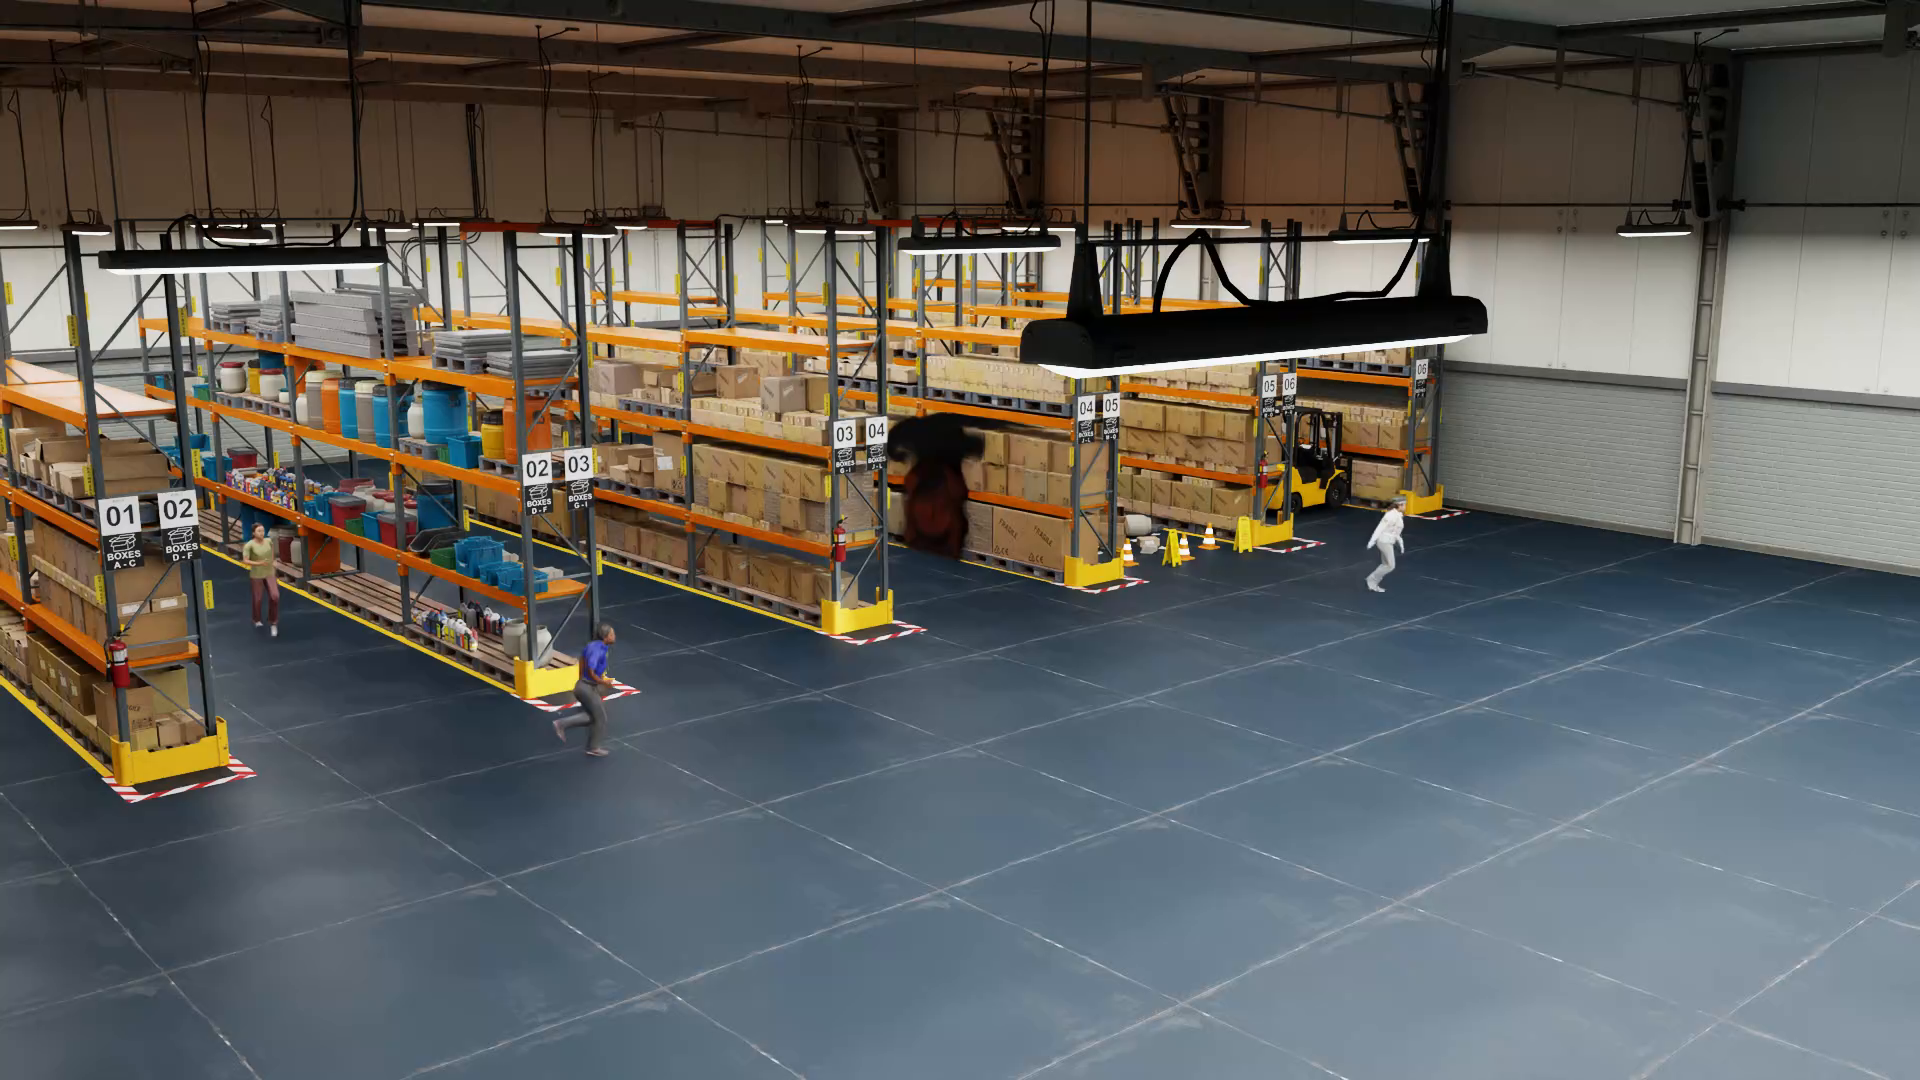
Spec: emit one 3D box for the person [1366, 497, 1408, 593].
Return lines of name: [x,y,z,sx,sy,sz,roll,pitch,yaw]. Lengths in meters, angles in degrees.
person: [7.043,0.077,27.421,0.561,1.610,0.614,7,13,30]

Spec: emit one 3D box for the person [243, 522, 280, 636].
person: [-10.430,0.572,24.823,0.518,1.713,0.805,-9,14,-38]

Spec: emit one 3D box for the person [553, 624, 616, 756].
person: [-4.338,1.773,19.255,0.747,1.583,0.564,-2,12,-9]
